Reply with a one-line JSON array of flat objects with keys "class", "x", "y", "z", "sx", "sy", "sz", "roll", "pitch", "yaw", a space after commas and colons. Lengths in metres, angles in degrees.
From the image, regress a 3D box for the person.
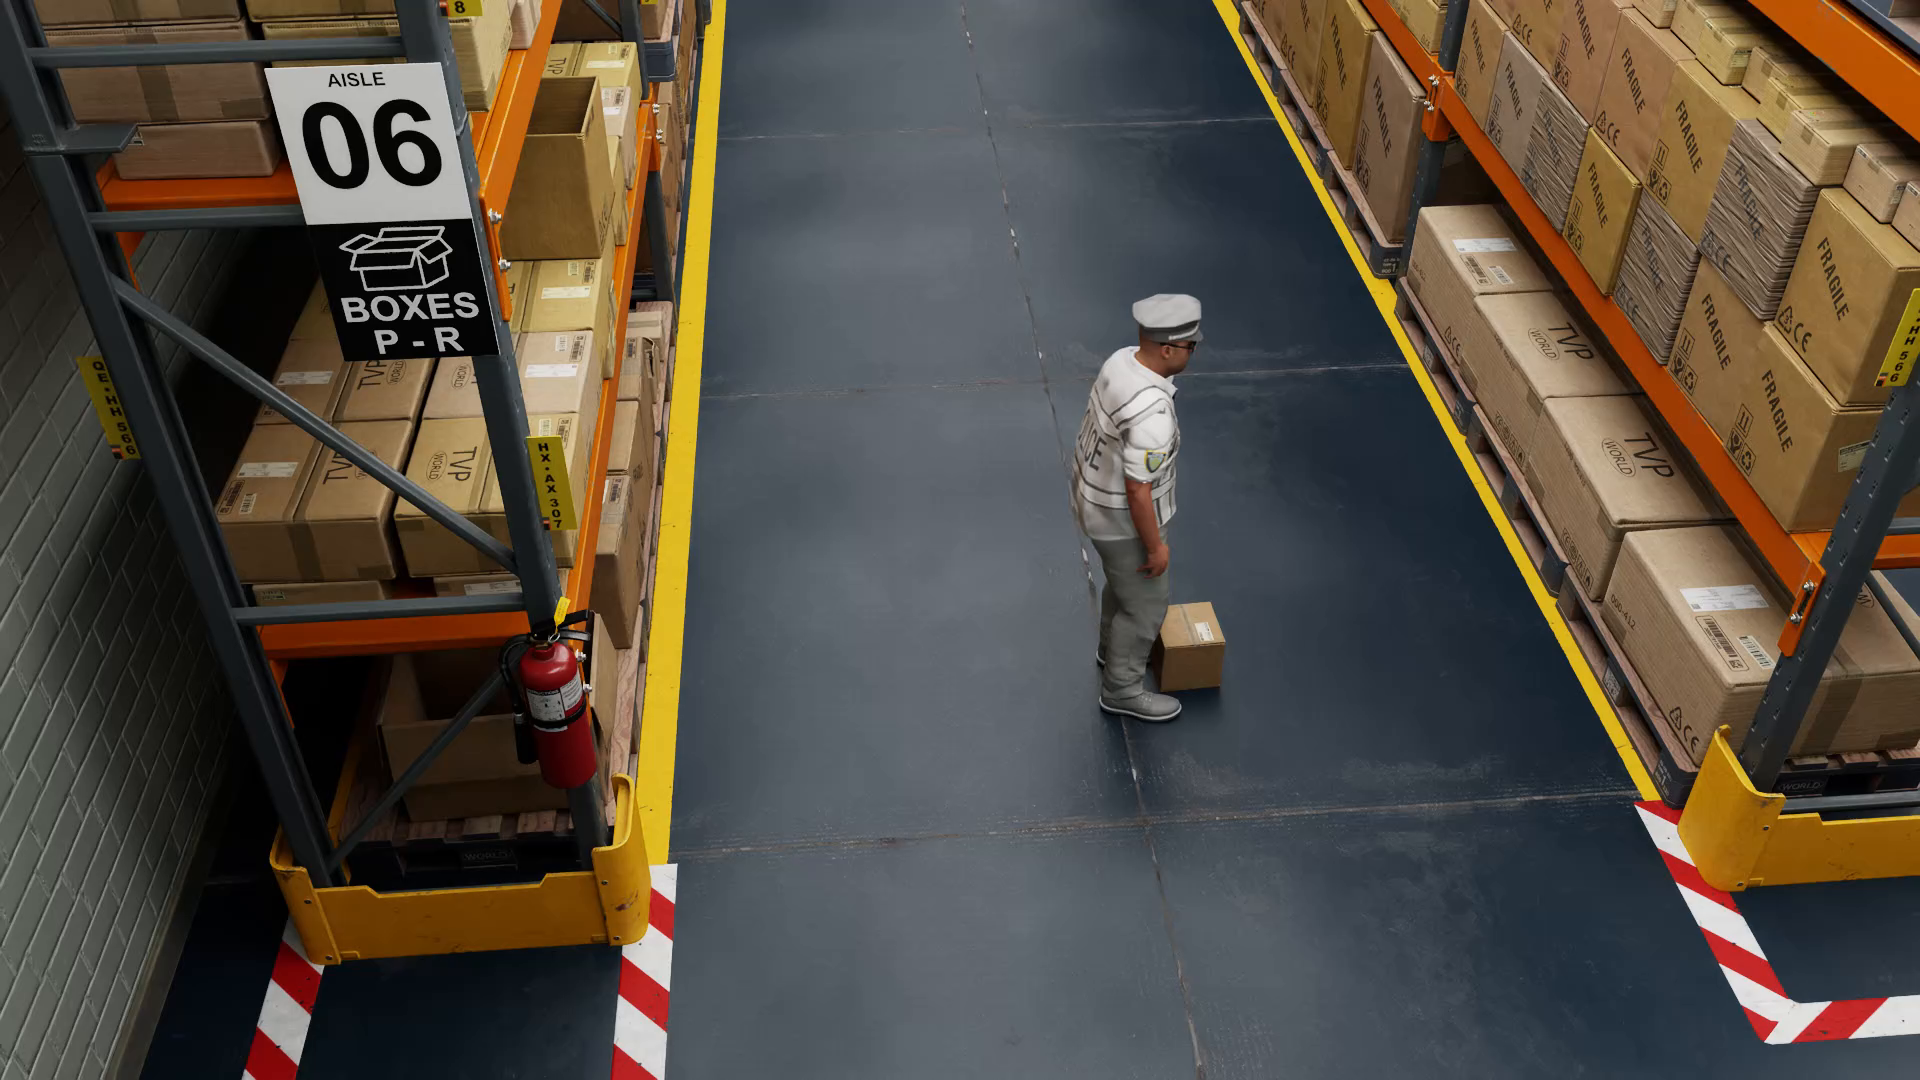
[{"class": "person", "x": 0.666, "y": -0.121, "z": 6.299, "sx": 0.475, "sy": 1.747, "sz": 0.584, "roll": -4, "pitch": 39, "yaw": -5}]
